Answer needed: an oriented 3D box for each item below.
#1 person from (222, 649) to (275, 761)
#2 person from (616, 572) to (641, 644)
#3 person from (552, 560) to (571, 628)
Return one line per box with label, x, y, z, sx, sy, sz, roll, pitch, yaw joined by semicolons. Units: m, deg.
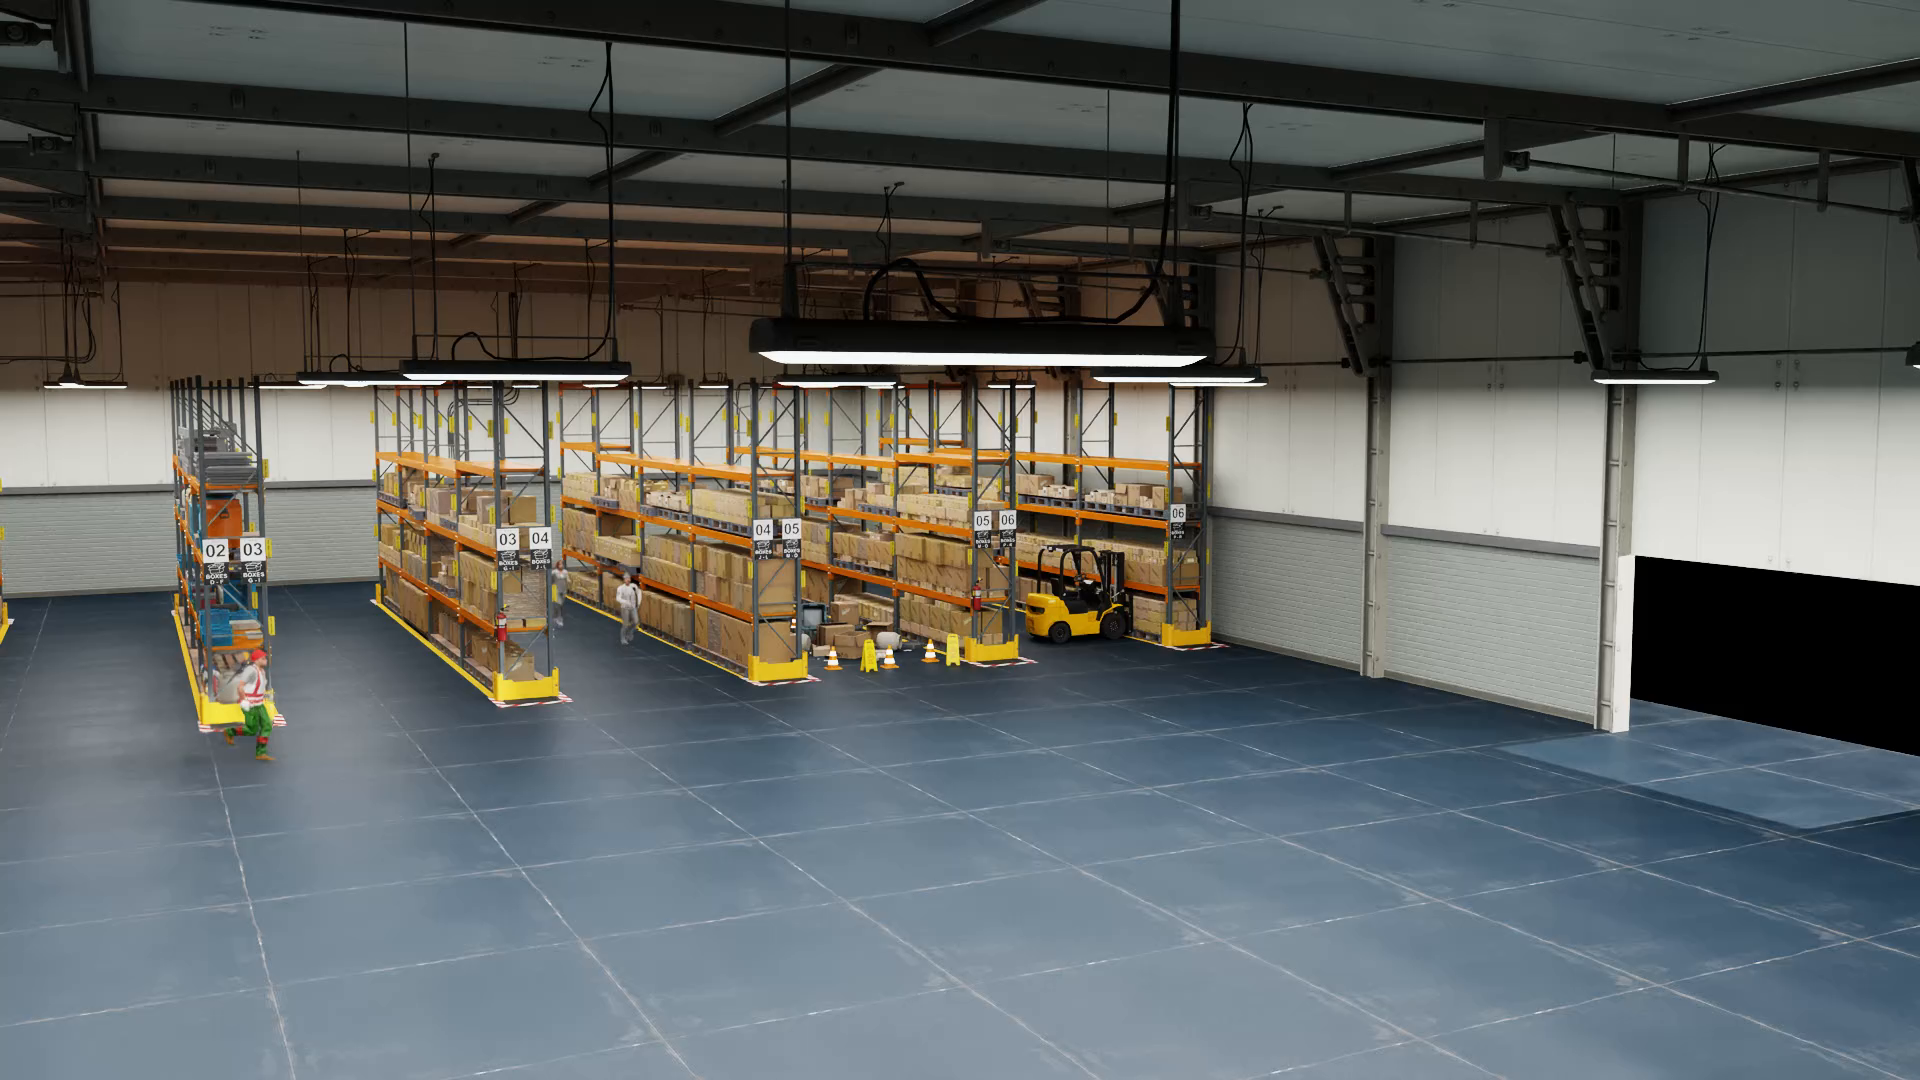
person;-11.074;2.577;25.887;0.807;1.755;0.679;0;5;3
person;-7.480;1.543;37.653;0.630;1.652;0.738;-2;6;-26
person;-9.799;1.309;40.705;0.522;1.647;0.736;-4;7;-39
